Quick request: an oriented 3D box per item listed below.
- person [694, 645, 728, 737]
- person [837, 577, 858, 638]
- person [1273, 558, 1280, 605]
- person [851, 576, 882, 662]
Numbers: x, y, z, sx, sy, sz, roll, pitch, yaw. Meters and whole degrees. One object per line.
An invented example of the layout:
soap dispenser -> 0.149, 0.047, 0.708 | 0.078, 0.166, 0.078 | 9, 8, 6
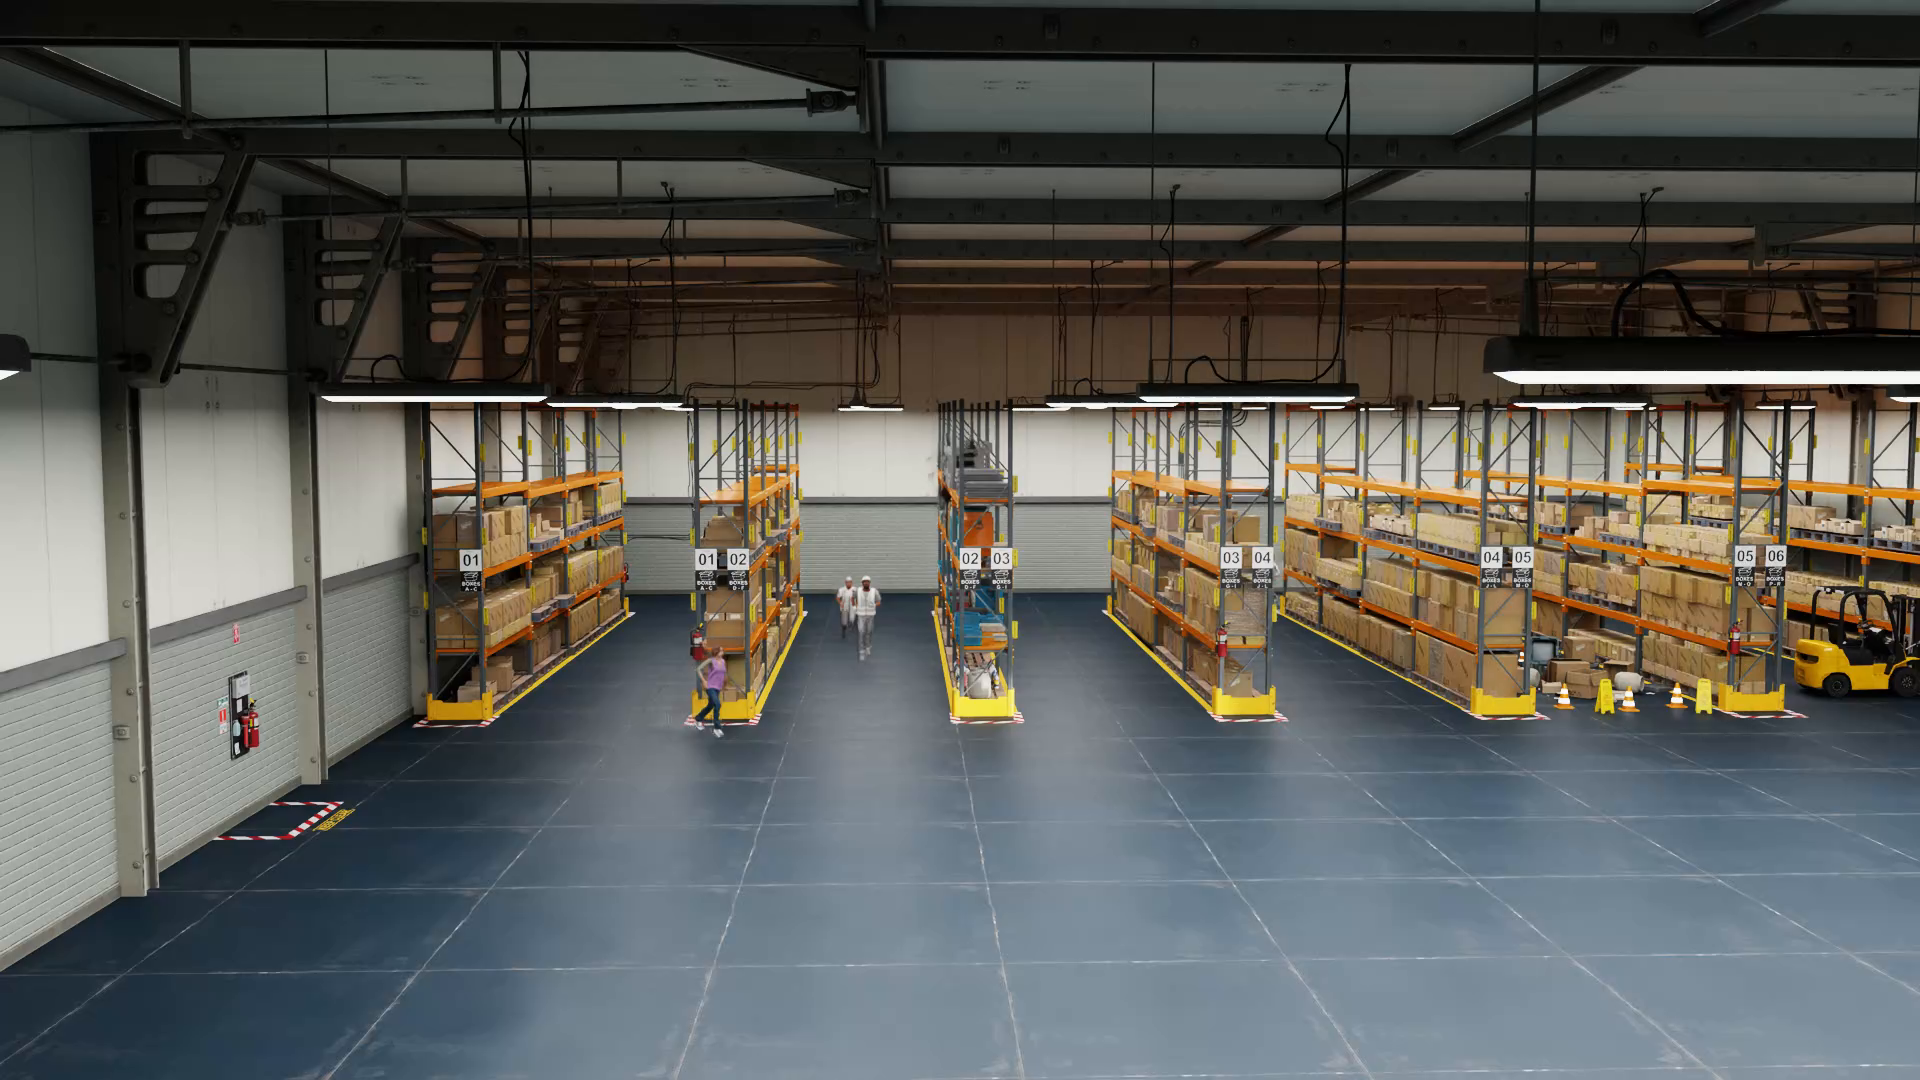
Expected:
person -> -4.423, 2.729, 29.796 | 0.798, 1.511, 0.552 | 3, 5, 32
person -> -2.785, 1.711, 41.716 | 0.596, 1.551, 0.669 | -1, 4, -11
person -> 9.087, 1.234, 48.705 | 0.839, 1.572, 0.577 | -3, 5, -35
person -> -2.092, 1.742, 37.223 | 0.679, 1.892, 0.676 | 0, 4, -5
